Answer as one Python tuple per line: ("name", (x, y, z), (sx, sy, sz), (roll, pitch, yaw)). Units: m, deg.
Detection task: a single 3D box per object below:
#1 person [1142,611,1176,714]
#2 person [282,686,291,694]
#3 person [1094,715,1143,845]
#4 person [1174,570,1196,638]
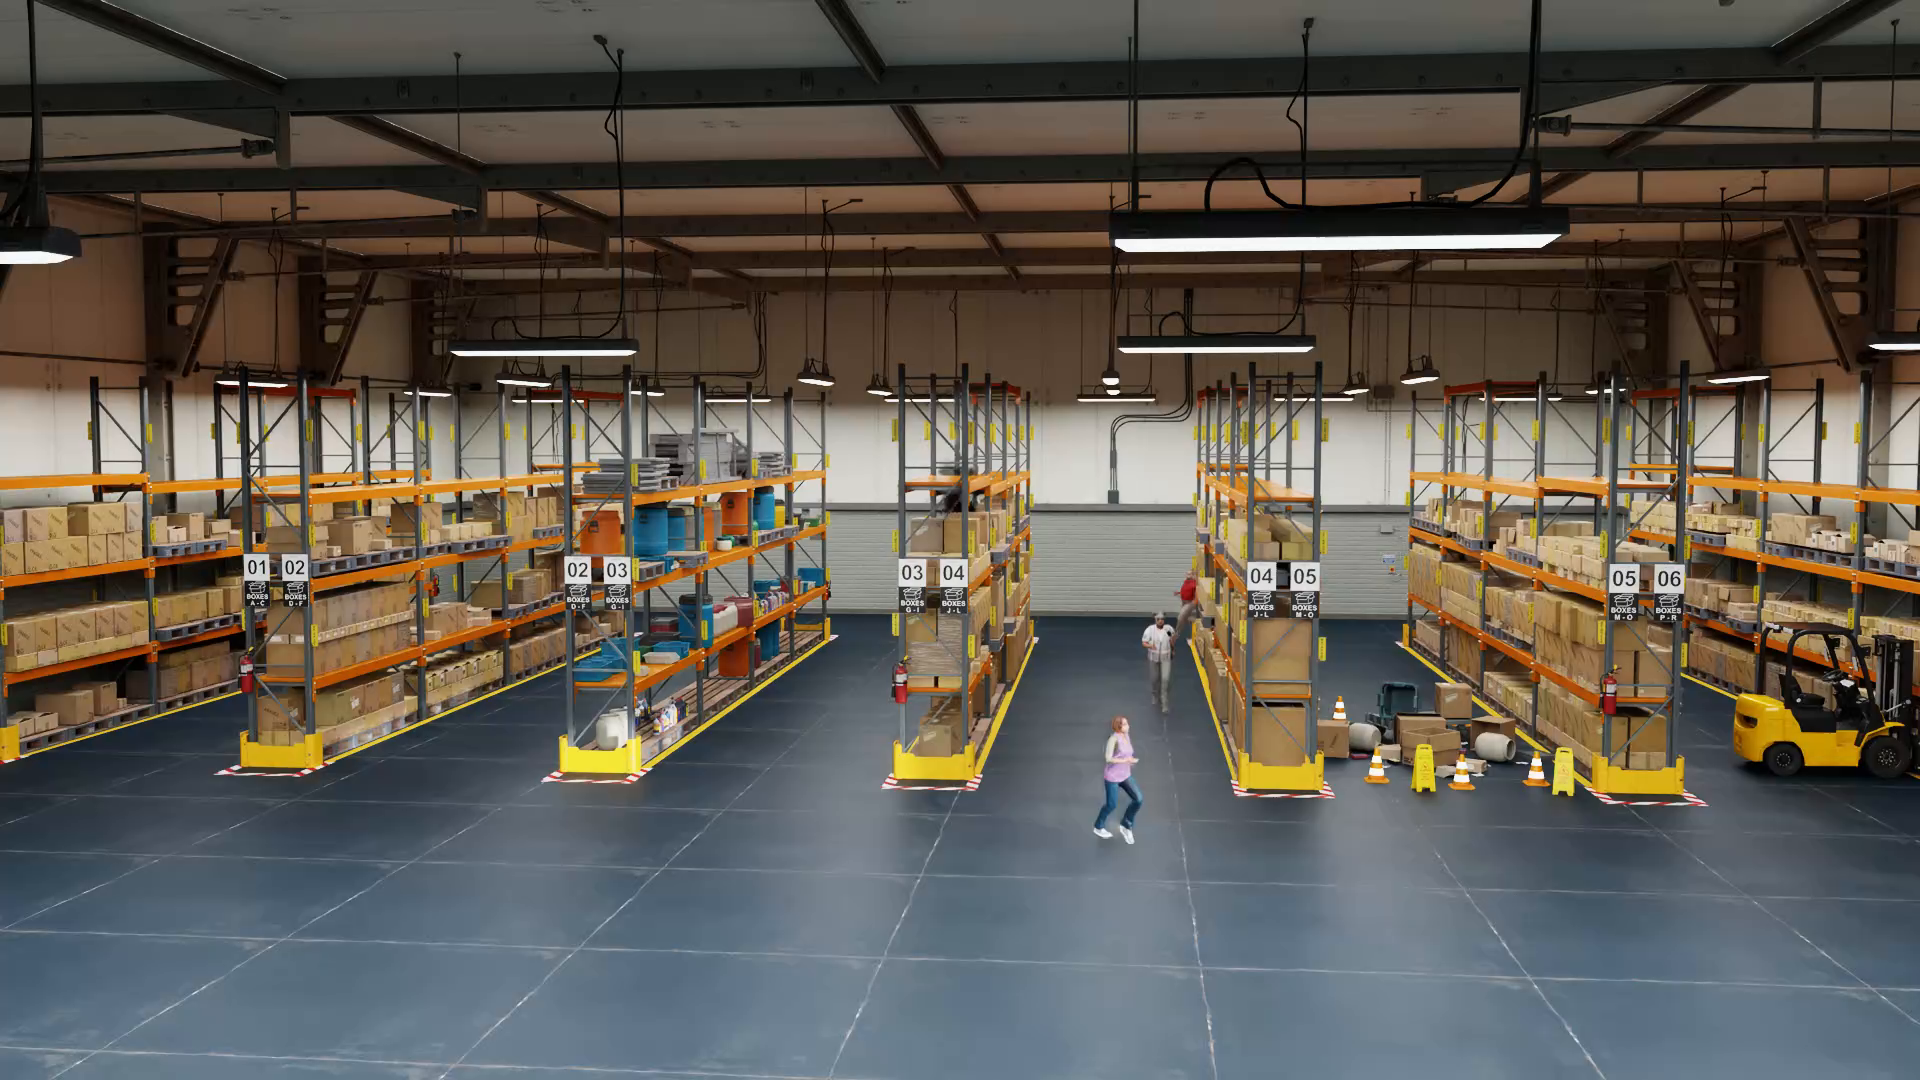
("person", (3.600, 2.170, 30.086), (0.608, 1.813, 0.909), (0, 4, 7))
("person", (-12.115, 2.151, 30.273), (0.693, 1.777, 0.946), (0, 4, -3))
("person", (1.898, 2.920, 20.226), (0.521, 1.584, 0.717), (-4, 5, -45))
("person", (5.546, 1.575, 40.379), (0.921, 1.697, 0.705), (-1, 4, -17))
